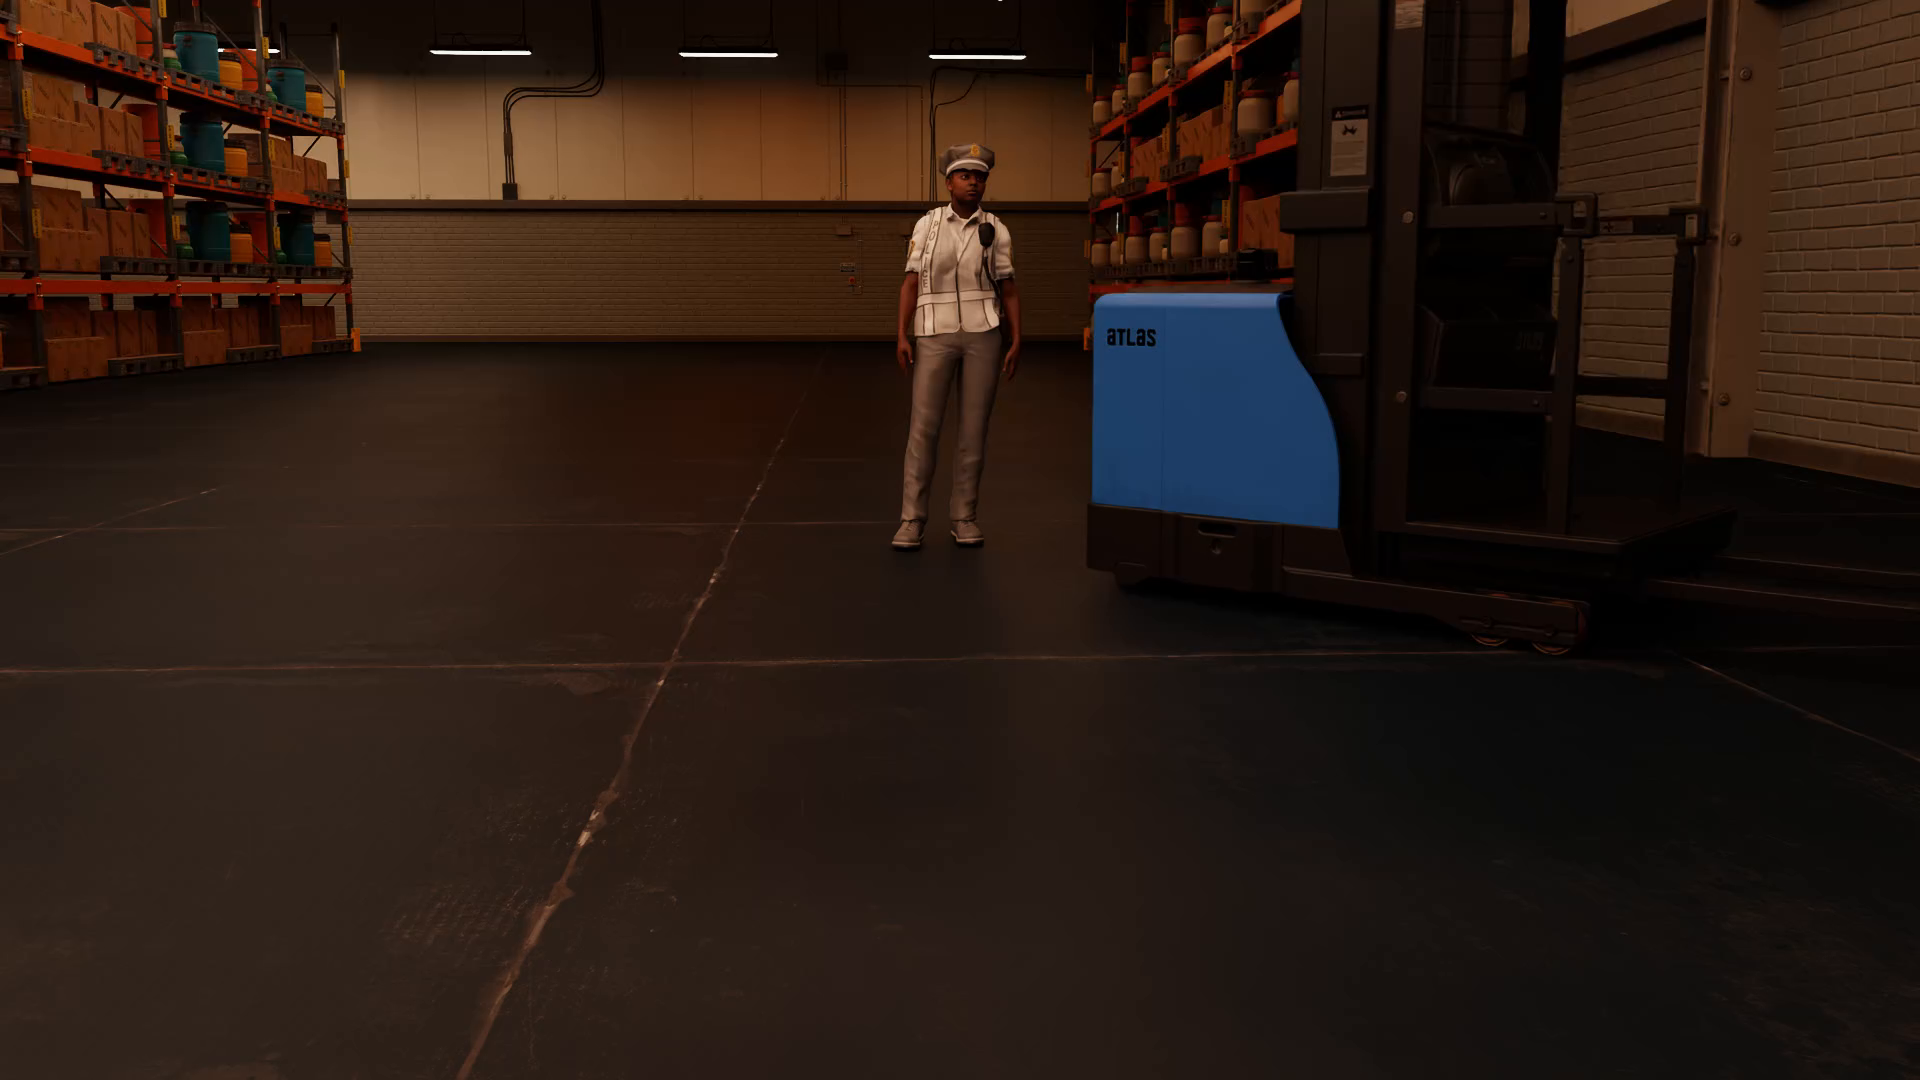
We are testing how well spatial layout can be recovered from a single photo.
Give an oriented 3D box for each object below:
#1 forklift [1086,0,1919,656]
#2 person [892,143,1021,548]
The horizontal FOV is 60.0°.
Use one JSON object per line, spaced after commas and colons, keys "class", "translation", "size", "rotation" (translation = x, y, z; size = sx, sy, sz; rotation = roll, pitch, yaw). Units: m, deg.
{"class": "forklift", "translation": [1.911, -1.190, 5.348], "size": [3.031, 2.935, 1.130], "rotation": [7, 11, 41]}
{"class": "person", "translation": [-0.015, -0.833, 7.109], "size": [0.570, 1.695, 0.528], "rotation": [-1, 8, -4]}
